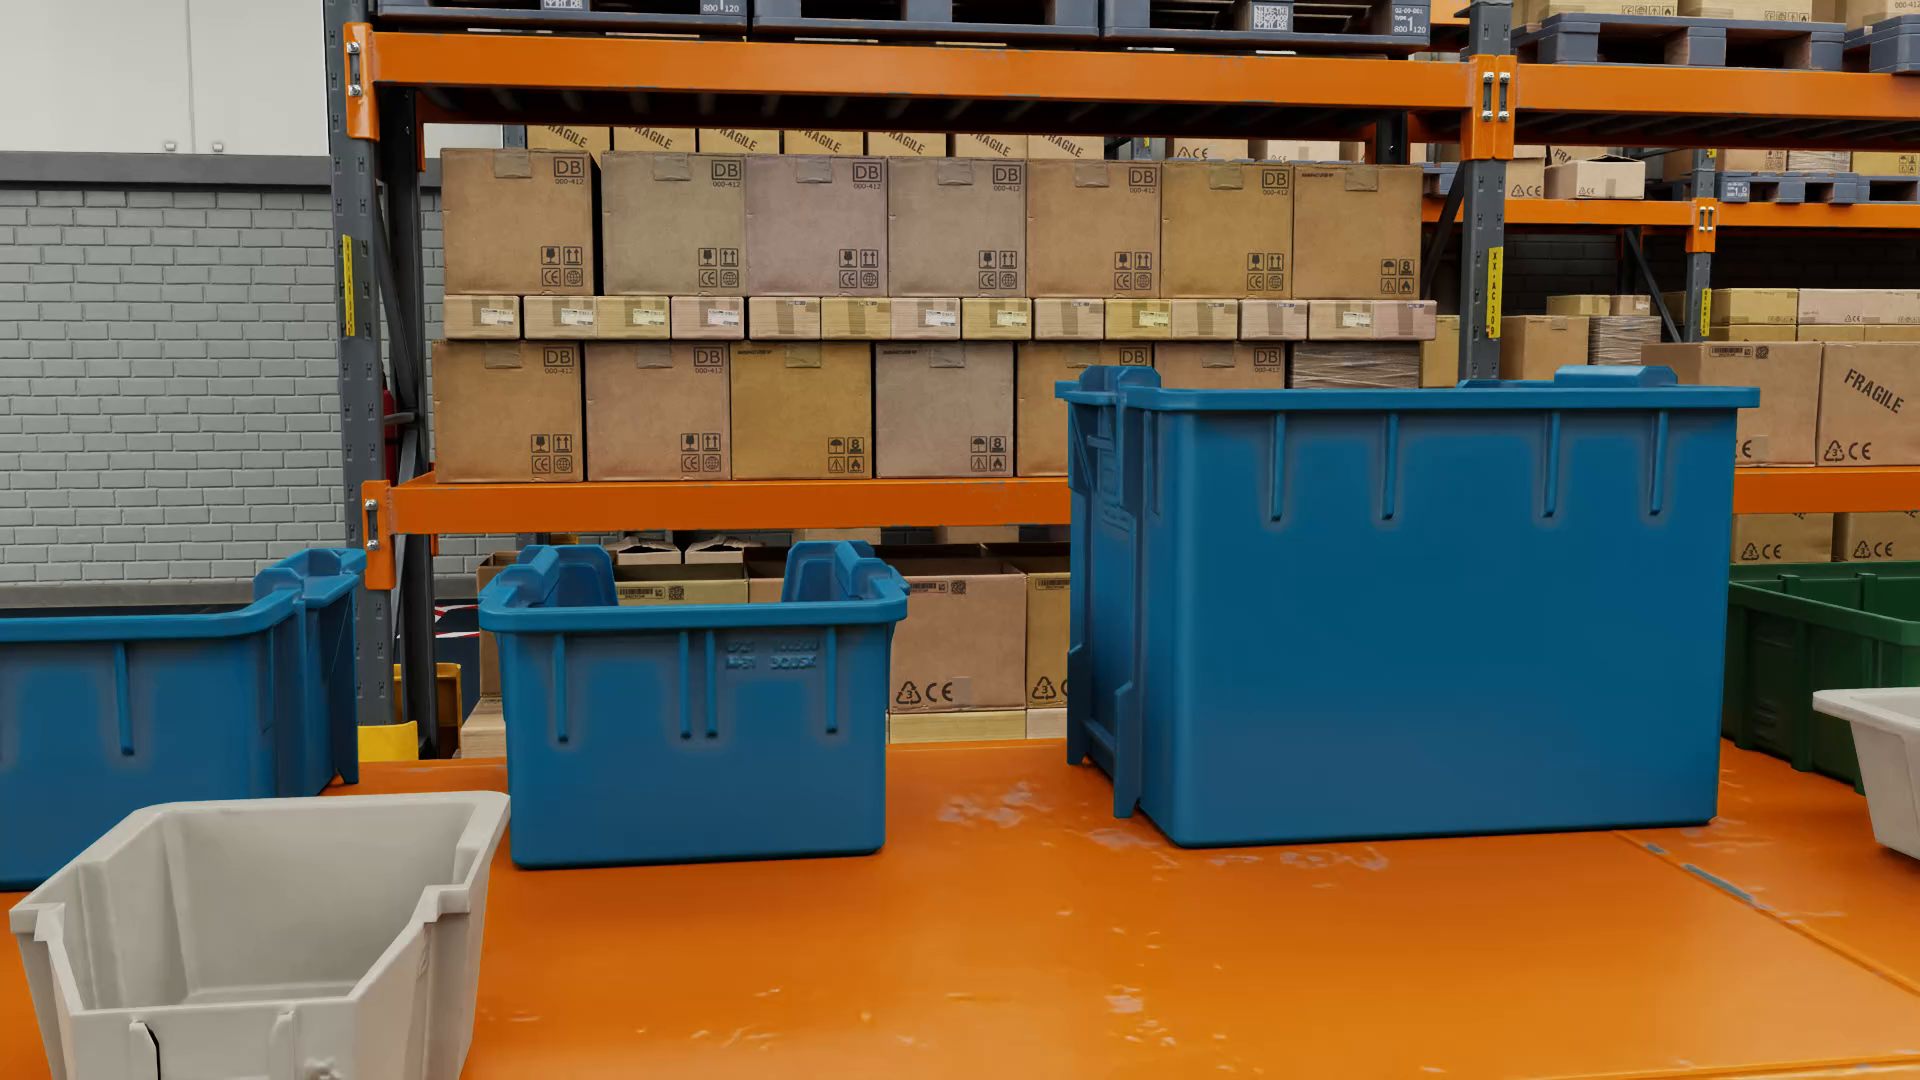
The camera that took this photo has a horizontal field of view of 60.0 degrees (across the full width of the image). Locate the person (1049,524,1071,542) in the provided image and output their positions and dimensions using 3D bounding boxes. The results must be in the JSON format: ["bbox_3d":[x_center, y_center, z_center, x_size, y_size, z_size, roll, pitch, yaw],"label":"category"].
[{"bbox_3d":[0.629,0.068,8.155,0.384,1.574,0.572,-1,6,-7],"label":"person"}]
